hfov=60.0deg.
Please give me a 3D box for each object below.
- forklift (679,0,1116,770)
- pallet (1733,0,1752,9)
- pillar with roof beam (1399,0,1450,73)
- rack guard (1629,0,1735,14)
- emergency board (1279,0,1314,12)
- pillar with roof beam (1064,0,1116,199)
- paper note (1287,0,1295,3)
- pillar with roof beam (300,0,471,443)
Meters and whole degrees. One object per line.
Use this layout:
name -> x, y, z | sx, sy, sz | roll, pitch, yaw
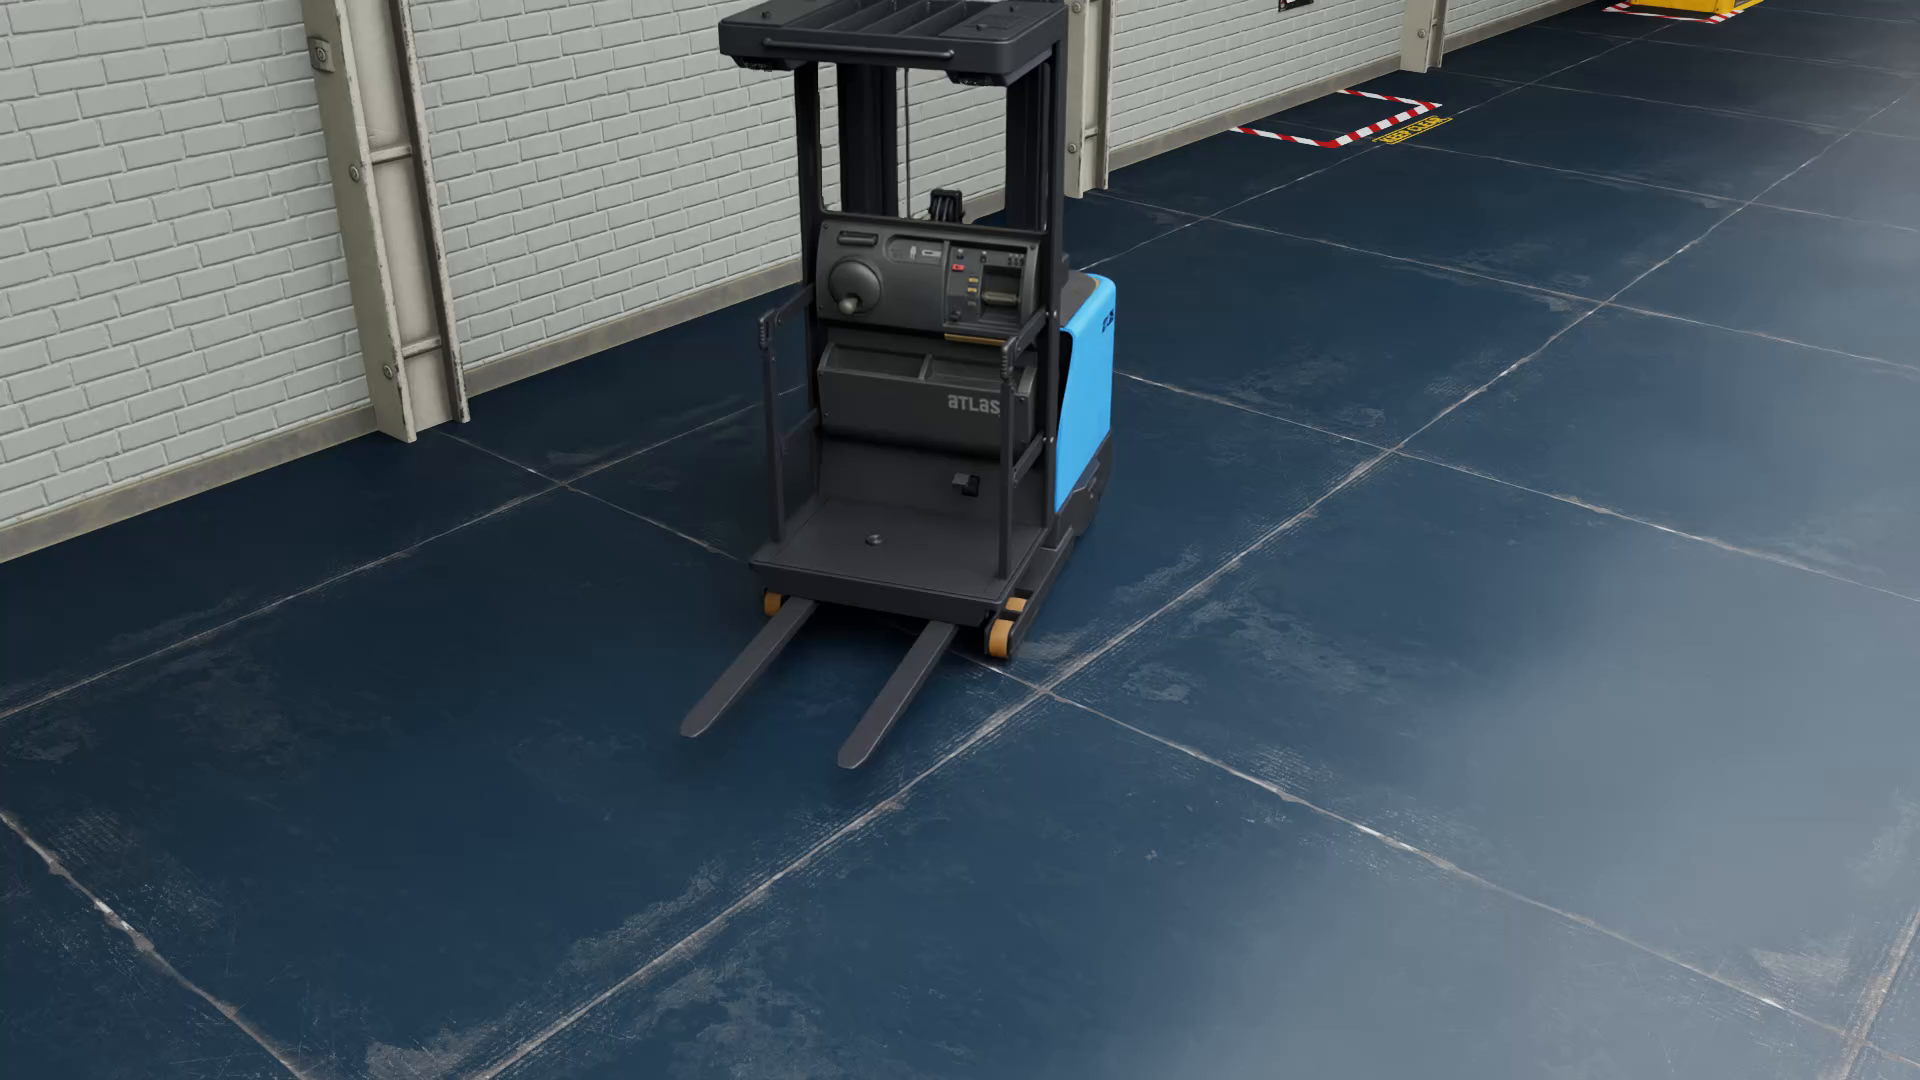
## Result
forklift -> -0.205, -1.021, 6.535 | 1.130, 2.935, 3.031 | 9, 29, 16
pallet -> 9.373, -6.903, 20.865 | 1.003, 0.211, 1.213 | 21, 34, 34
pillar with roof beam -> 8.063, -7.617, 12.681 | 9.100, 9.000, 0.400 | 21, 34, 34
rack guard -> 8.829, -6.754, 20.261 | 1.175, 0.500, 0.348 | 21, 34, 34
emergency board -> 3.121, -5.348, 14.824 | 0.157, 1.169, 0.626 | 21, 34, 34
pillar with roof beam -> 4.247, -5.490, 8.569 | 9.100, 9.000, 0.400 | 21, 34, 34
paper note -> 2.974, -4.912, 14.939 | 0.016, 0.148, 0.142 | 21, 34, 34
pillar with roof beam -> 0.431, -3.363, 4.456 | 9.100, 9.000, 0.400 | 21, 34, 34
